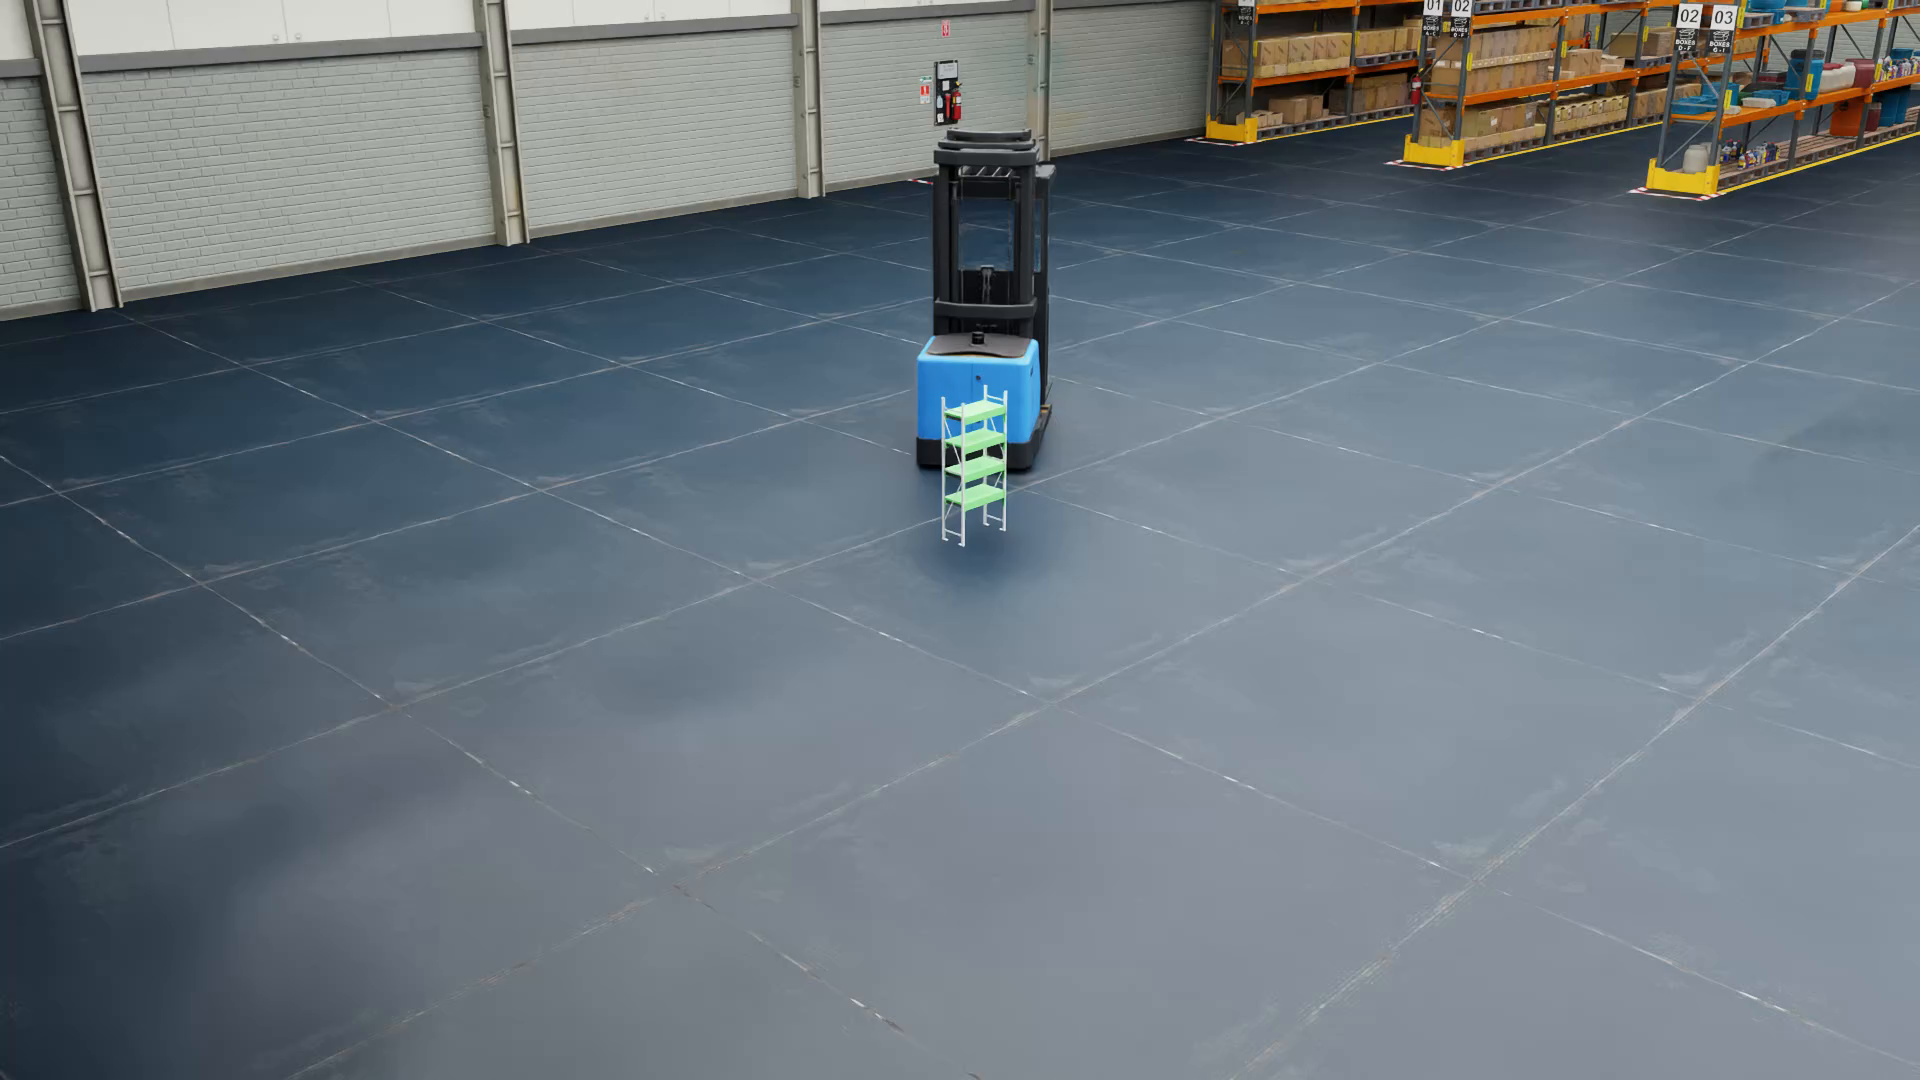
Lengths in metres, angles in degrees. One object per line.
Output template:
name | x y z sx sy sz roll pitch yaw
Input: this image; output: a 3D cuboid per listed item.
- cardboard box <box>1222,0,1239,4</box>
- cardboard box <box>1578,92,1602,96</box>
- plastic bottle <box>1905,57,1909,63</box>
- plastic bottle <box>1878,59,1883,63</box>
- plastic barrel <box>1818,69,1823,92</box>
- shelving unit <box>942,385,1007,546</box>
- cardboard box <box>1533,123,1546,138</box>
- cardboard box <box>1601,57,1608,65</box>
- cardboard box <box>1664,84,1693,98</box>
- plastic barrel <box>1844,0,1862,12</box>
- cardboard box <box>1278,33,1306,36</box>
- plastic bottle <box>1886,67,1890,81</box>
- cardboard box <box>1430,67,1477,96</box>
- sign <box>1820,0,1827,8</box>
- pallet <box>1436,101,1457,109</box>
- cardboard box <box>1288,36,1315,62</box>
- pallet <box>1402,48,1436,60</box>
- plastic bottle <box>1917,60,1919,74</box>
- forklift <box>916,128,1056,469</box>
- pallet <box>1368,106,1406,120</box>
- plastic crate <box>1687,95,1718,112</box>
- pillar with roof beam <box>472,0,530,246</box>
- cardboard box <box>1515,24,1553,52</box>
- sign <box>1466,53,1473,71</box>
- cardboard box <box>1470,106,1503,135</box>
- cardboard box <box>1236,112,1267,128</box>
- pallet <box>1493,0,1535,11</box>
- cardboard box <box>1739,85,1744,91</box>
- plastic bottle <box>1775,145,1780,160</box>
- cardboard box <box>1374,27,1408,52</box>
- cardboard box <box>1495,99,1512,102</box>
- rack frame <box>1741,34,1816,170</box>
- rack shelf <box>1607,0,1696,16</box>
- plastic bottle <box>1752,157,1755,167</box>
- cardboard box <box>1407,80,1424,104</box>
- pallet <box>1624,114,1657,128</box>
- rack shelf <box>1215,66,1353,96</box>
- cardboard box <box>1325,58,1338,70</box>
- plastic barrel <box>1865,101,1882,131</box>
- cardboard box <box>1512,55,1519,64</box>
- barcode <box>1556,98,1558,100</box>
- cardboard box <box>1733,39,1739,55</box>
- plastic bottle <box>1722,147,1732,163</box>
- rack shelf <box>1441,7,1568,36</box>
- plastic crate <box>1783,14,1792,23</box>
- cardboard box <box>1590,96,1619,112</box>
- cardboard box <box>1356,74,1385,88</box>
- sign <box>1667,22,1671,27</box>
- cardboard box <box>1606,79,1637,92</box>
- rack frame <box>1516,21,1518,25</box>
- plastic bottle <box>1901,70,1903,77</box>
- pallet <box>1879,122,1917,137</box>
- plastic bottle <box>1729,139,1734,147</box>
cardboard box | 5.988 -11.784 35.703 0.500 0.500 0.500 -18 27 -38
cardboard box | 14.435 -10.088 38.104 0.500 0.311 0.500 -19 28 -40
plastic bottle | 20.837 -10.457 36.668 0.144 0.351 0.185 19 28 41
plastic bottle | 20.496 -10.586 37.109 0.152 0.276 0.135 19 28 41
plastic barrel | 16.591 -8.960 32.516 0.433 0.535 0.433 0 21 0
shelving unit | 0.115 -0.603 13.470 0.258 1.200 0.503 19 28 41
cardboard box | 12.053 -8.685 35.236 0.500 0.250 0.500 19 28 41
cardboard box | 14.248 -10.751 37.490 0.500 0.311 0.500 19 28 40
cardboard box | 17.311 -10.718 40.149 0.500 0.500 0.500 19 28 41
plastic barrel | 17.837 -10.684 33.202 0.301 0.262 0.301 0 21 0
cardboard box | 7.476 -11.147 37.531 0.500 0.500 0.500 -19 28 -41
plastic bottle | 19.700 -9.911 35.342 0.061 0.283 0.133 19 28 41
cardboard box | 9.765 -9.081 32.882 0.700 0.500 0.500 19 28 41
sign | 16.153 -9.969 31.138 0.100 0.325 0.005 19 28 41
pallet | 12.063 -11.095 42.148 1.003 0.211 1.213 19 28 41
cardboard box | 7.495 -10.885 36.850 0.500 0.500 0.500 -19 28 -40
pallet | 11.038 -11.914 40.658 1.213 0.211 1.003 19 28 41
plastic bottle | 21.175 -10.454 36.756 0.061 0.283 0.133 19 28 41
forklift | 0.325 -2.506 16.010 1.130 2.935 3.031 3 21 8
pallet | 10.062 -10.399 40.336 1.003 0.211 1.213 19 28 41
plastic crate | 13.568 -7.977 30.355 0.499 0.251 0.408 19 28 41
pillar with roof beam | -3.726 -7.649 20.933 9.100 9.000 0.400 19 28 41
cardboard box | 11.915 -10.483 34.719 0.700 0.500 0.500 19 28 41
sign | 9.823 -9.219 32.061 0.100 0.325 0.005 19 28 41
cardboard box | 10.650 -8.523 33.771 0.500 0.500 0.500 19 28 41
cardboard box | 6.425 -9.262 36.626 0.500 0.311 0.500 15 26 35
pallet | 10.793 -10.767 33.349 1.003 0.211 1.213 19 28 41
cardboard box | 19.704 -11.515 42.571 0.500 0.250 0.500 19 28 41
plastic bottle | 15.667 -7.437 31.915 0.133 0.283 0.061 -18 28 -39
cardboard box | 10.285 -12.016 39.904 0.700 0.500 0.500 19 28 41
cardboard box | 11.329 -9.037 35.109 0.500 0.500 0.500 19 28 41
rack frame | 15.767 -8.705 32.043 1.000 3.000 0.127 19 28 41
rack shelf | 16.406 -12.553 38.874 1.077 0.370 4.000 19 28 41
plastic bottle | 14.842 -7.104 31.163 0.097 0.201 0.097 0 21 0
cardboard box | 10.994 -11.054 41.023 0.500 0.500 0.700 -20 29 -41
pallet | 15.559 -9.855 38.921 1.003 0.211 1.213 19 28 41
rack shelf | 7.273 -10.335 37.286 1.077 0.370 4.000 19 28 41
cardboard box | 8.202 -10.801 37.675 0.500 0.250 0.500 19 28 41
plastic barrel | 19.674 -9.224 36.169 0.600 0.588 0.708 19 28 41
cardboard box | 11.114 -9.777 33.787 0.250 0.149 0.380 -19 28 -40
barcode | 12.697 -9.394 35.368 0.001 0.075 0.075 19 28 41
cardboard box | 19.057 -12.373 41.444 0.500 0.500 0.500 19 28 40
plastic bottle | 14.602 -7.347 31.693 0.152 0.276 0.135 19 28 41
rack shelf | 10.825 -10.496 33.524 1.077 0.370 4.000 19 28 41
plastic crate | 14.937 -9.469 30.215 0.243 0.136 0.396 19 28 41
cardboard box | 14.464 -9.817 37.401 0.500 0.311 0.500 19 28 40
cardboard box | 9.835 -11.016 39.879 0.500 0.250 0.500 18 28 39
sign | 17.407 -12.541 40.814 0.100 0.325 0.005 19 28 41
cardboard box | 15.531 -10.678 39.000 0.500 0.250 0.500 -19 28 -40
rack frame | 14.249 -13.241 43.844 1.000 3.000 0.127 19 28 41
plastic bottle | 20.381 -10.133 36.033 0.097 0.201 0.097 0 21 0
pallet | 20.779 -9.272 37.405 1.003 0.211 1.213 19 28 41
plastic bottle | 14.906 -7.571 32.170 0.185 0.351 0.144 -19 28 -41
